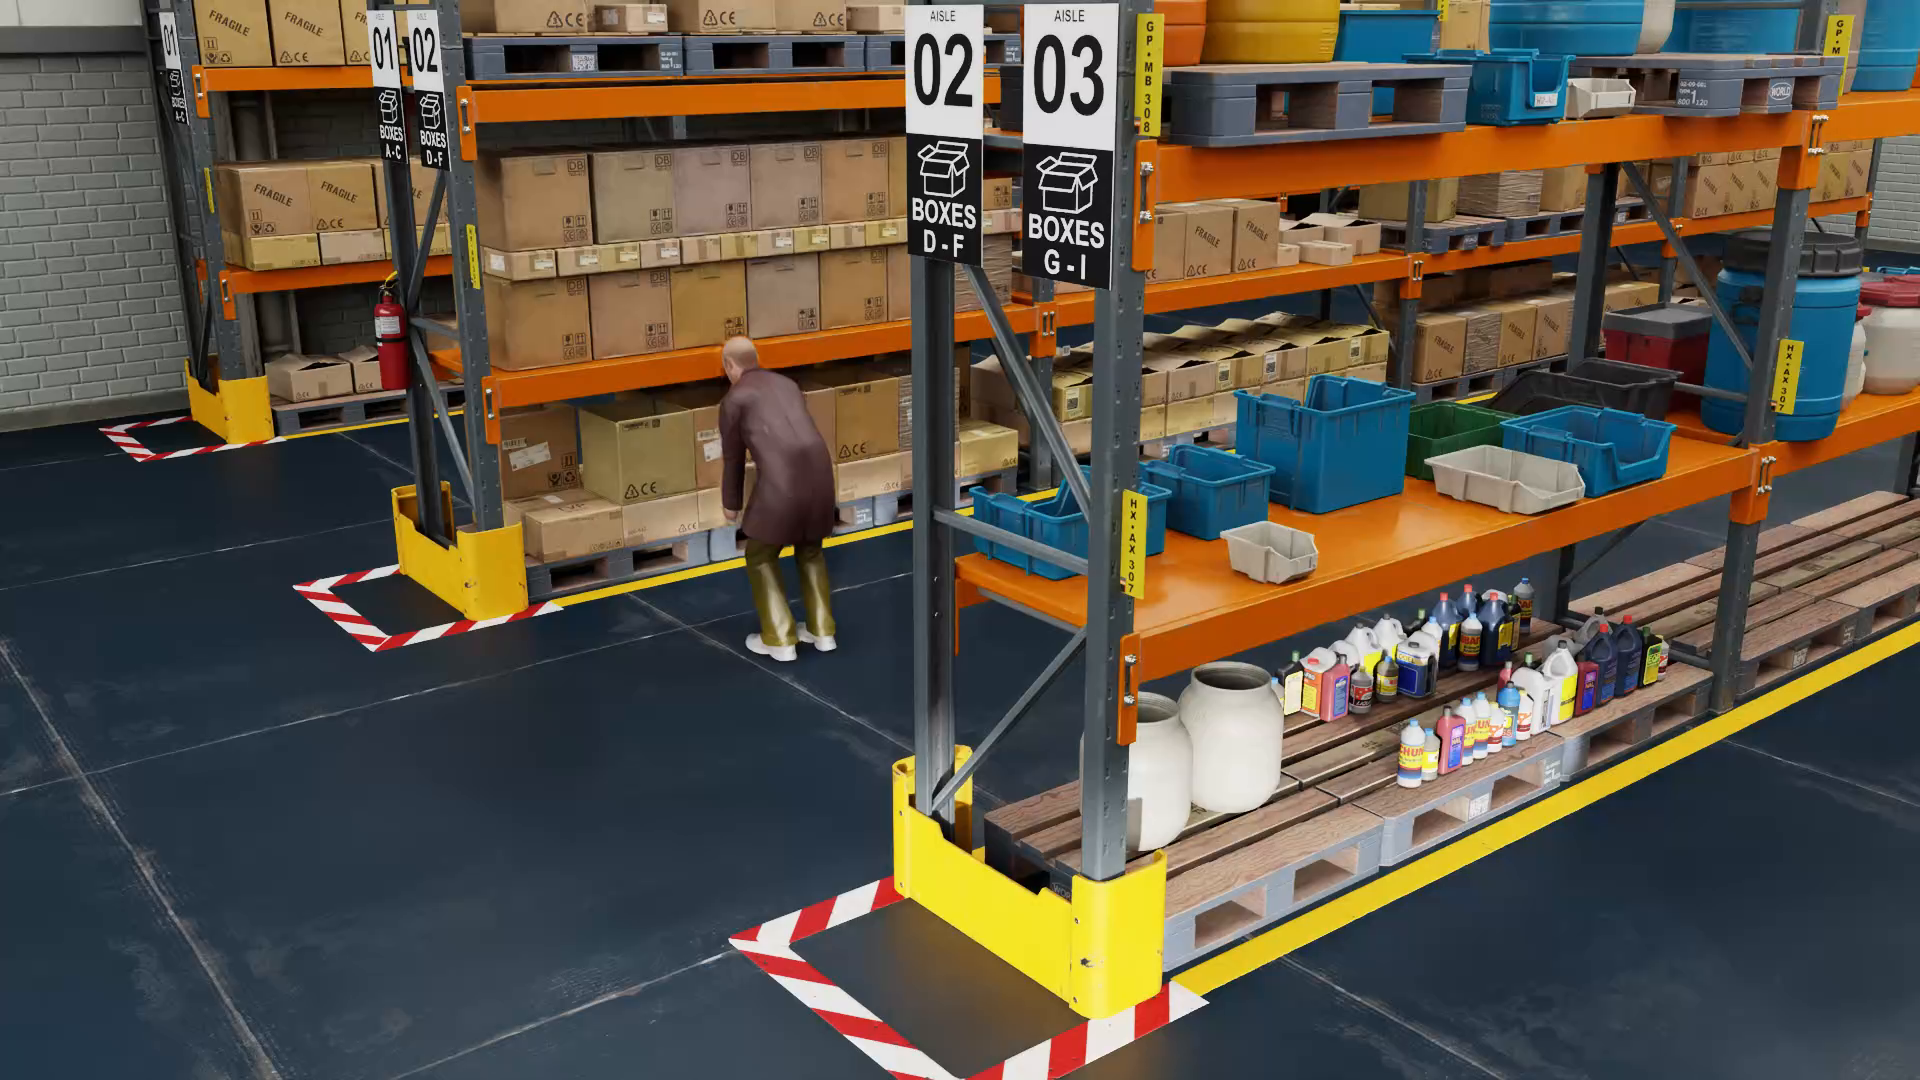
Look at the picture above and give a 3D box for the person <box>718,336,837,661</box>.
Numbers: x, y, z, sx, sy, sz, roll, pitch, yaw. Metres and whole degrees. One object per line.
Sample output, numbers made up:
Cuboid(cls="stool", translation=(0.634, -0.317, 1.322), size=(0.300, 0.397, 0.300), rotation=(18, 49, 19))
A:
Cuboid(cls="person", translation=(-0.954, -0.223, 8.588), size=(0.550, 1.601, 0.716), rotation=(-14, 22, -37))
